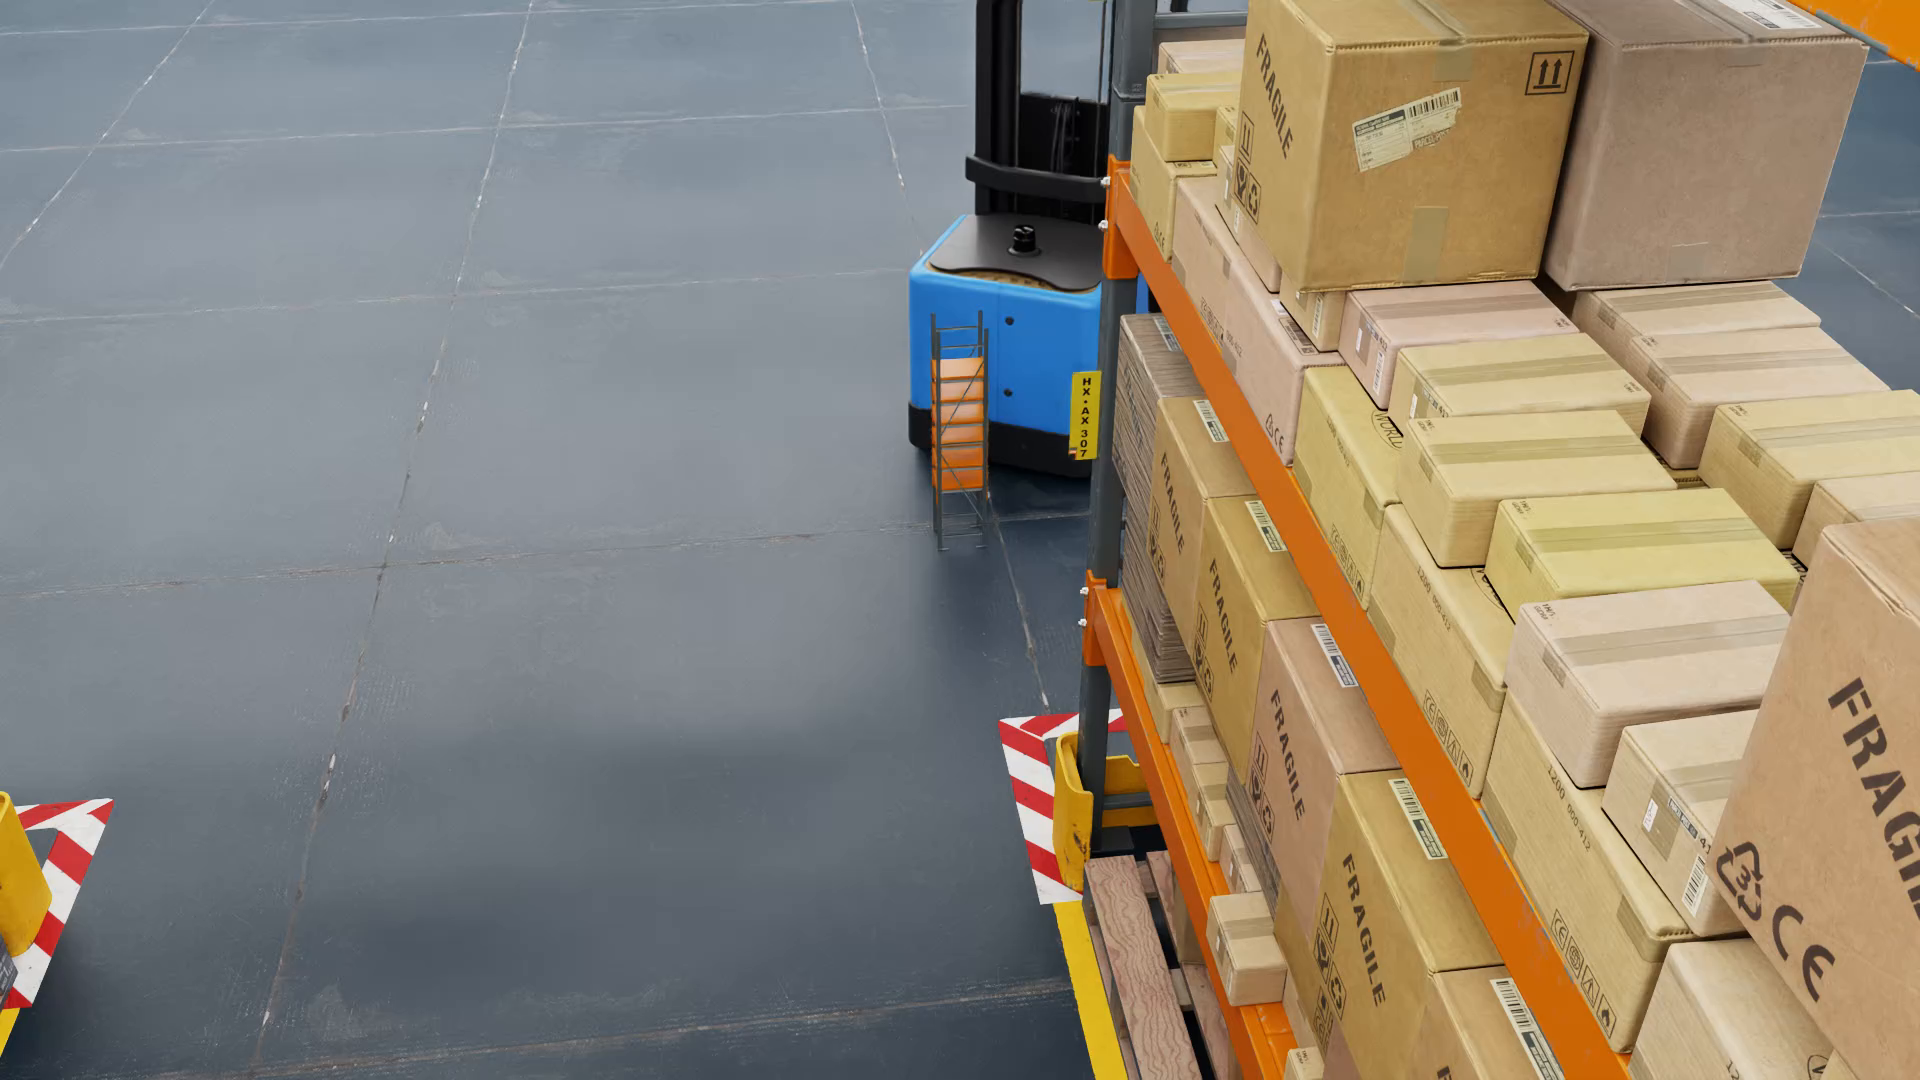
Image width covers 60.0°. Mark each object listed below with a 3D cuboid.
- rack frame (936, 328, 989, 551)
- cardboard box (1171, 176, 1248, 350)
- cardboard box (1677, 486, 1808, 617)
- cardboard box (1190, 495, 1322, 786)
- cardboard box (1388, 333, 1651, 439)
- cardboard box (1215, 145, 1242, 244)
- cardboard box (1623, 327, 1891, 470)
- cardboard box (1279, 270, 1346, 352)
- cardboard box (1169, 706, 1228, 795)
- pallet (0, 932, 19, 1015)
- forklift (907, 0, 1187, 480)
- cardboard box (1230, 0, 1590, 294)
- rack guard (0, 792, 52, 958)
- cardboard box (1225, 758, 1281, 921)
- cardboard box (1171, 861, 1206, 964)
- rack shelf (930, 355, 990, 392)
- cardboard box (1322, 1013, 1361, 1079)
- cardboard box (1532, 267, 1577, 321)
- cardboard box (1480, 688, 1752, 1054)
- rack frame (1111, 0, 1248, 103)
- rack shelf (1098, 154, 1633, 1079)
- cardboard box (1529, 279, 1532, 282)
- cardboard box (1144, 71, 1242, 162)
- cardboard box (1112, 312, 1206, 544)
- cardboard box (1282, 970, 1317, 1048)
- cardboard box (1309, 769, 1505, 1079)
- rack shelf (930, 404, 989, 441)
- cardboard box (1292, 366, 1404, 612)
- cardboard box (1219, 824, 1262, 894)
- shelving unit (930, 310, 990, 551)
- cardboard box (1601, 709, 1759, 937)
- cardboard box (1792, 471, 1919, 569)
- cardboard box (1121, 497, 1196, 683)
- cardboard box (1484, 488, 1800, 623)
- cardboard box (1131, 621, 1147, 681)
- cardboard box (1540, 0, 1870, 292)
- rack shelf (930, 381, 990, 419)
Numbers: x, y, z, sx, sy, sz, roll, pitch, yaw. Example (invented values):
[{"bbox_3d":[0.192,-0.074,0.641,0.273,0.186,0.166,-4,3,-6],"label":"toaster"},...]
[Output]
[{"bbox_3d":[0.010,-0.453,7.849,0.240,1.200,0.006,-4,35,-6],"label":"rack frame"},{"bbox_3d":[0.831,-0.688,4.065,0.500,0.250,0.500,-5,35,-7],"label":"cardboard box"},{"bbox_3d":[1.545,0.125,2.872,0.500,0.250,0.500,-6,35,-8],"label":"cardboard box"},{"bbox_3d":[0.879,0.223,4.019,0.500,0.500,0.500,-4,35,-6],"label":"cardboard box"},{"bbox_3d":[1.023,-0.248,3.066,0.380,0.149,0.250,-6,35,-8],"label":"cardboard box"},{"bbox_3d":[0.815,-0.816,3.900,0.380,0.149,0.250,-3,34,-4],"label":"cardboard box"},{"bbox_3d":[1.465,-0.267,3.094,0.380,0.149,0.250,-4,34,-5],"label":"cardboard box"},{"bbox_3d":[0.896,-0.529,3.478,0.380,0.149,0.250,-6,35,-9],"label":"cardboard box"},{"bbox_3d":[0.836,0.614,4.908,0.380,0.149,0.250,-4,35,-6],"label":"cardboard box"},{"bbox_3d":[-3.797,1.826,5.383,1.003,0.211,1.213,-4,35,-6],"label":"pallet"},{"bbox_3d":[0.708,-2.348,9.092,1.130,2.935,3.031,12,36,17],"label":"forklift"},{"bbox_3d":[0.879,-0.847,3.369,0.500,0.500,0.500,-5,35,-7],"label":"cardboard box"},{"bbox_3d":[-3.985,1.253,5.968,1.175,0.500,0.348,-4,35,-6],"label":"rack guard"},{"bbox_3d":[1.204,0.611,4.337,0.875,0.500,0.500,-4,35,-6],"label":"cardboard box"},{"bbox_3d":[1.014,1.123,5.785,0.500,0.500,0.500,2,34,2],"label":"cardboard box"},{"bbox_3d":[-0.002,-0.765,7.746,0.258,0.103,0.180,-4,35,-6],"label":"rack shelf"},{"bbox_3d":[1.286,1.173,3.512,0.875,0.500,0.500,-4,35,-6],"label":"cardboard box"},{"bbox_3d":[1.461,-0.570,3.539,0.380,0.149,0.250,-6,35,-9],"label":"cardboard box"},{"bbox_3d":[1.104,0.442,2.408,0.500,0.250,0.500,-4,34,-5],"label":"cardboard box"},{"bbox_3d":[0.947,-2.565,4.023,1.000,3.000,0.127,-4,35,-6],"label":"rack frame"},{"bbox_3d":[1.215,0.088,3.433,1.077,0.370,4.000,-4,35,-6],"label":"rack shelf"},{"bbox_3d":[1.394,-0.449,3.714,0.500,0.250,0.500,-4,34,-5],"label":"cardboard box"},{"bbox_3d":[0.693,-1.105,4.324,0.380,0.149,0.250,-4,34,-5],"label":"cardboard box"},{"bbox_3d":[0.750,-0.336,4.838,0.500,0.500,0.500,-4,35,-6],"label":"cardboard box"},{"bbox_3d":[1.019,1.169,4.094,0.380,0.149,0.250,-4,35,-6],"label":"cardboard box"},{"bbox_3d":[1.016,0.780,3.200,0.500,0.500,0.500,-4,35,-6],"label":"cardboard box"},{"bbox_3d":[-0.002,-0.566,7.881,0.258,0.103,0.180,-4,35,-6],"label":"rack shelf"},{"bbox_3d":[0.968,-0.121,3.234,0.500,0.250,0.500,-3,34,-5],"label":"cardboard box"},{"bbox_3d":[0.923,0.892,4.501,0.380,0.149,0.250,-4,35,-6],"label":"cardboard box"},{"bbox_3d":[-0.002,-0.504,7.924,0.258,1.200,0.189,-4,35,-6],"label":"shelving unit"},{"bbox_3d":[1.090,0.355,2.181,0.380,0.149,0.250,-6,35,-9],"label":"cardboard box"},{"bbox_3d":[1.602,0.014,2.682,0.380,0.149,0.250,-5,35,-7],"label":"cardboard box"},{"bbox_3d":[0.993,0.059,5.147,0.875,0.500,0.500,-4,35,-6],"label":"cardboard box"},{"bbox_3d":[1.065,0.053,2.624,0.380,0.149,0.250,-3,34,-5],"label":"cardboard box"},{"bbox_3d":[0.763,0.336,5.317,0.380,0.149,0.250,-4,35,-6],"label":"cardboard box"},{"bbox_3d":[1.406,-0.851,3.374,0.500,0.500,0.500,-4,35,-6],"label":"cardboard box"},{"bbox_3d":[-0.002,-0.665,7.814,0.258,0.103,0.180,-4,35,-6],"label":"rack shelf"}]
